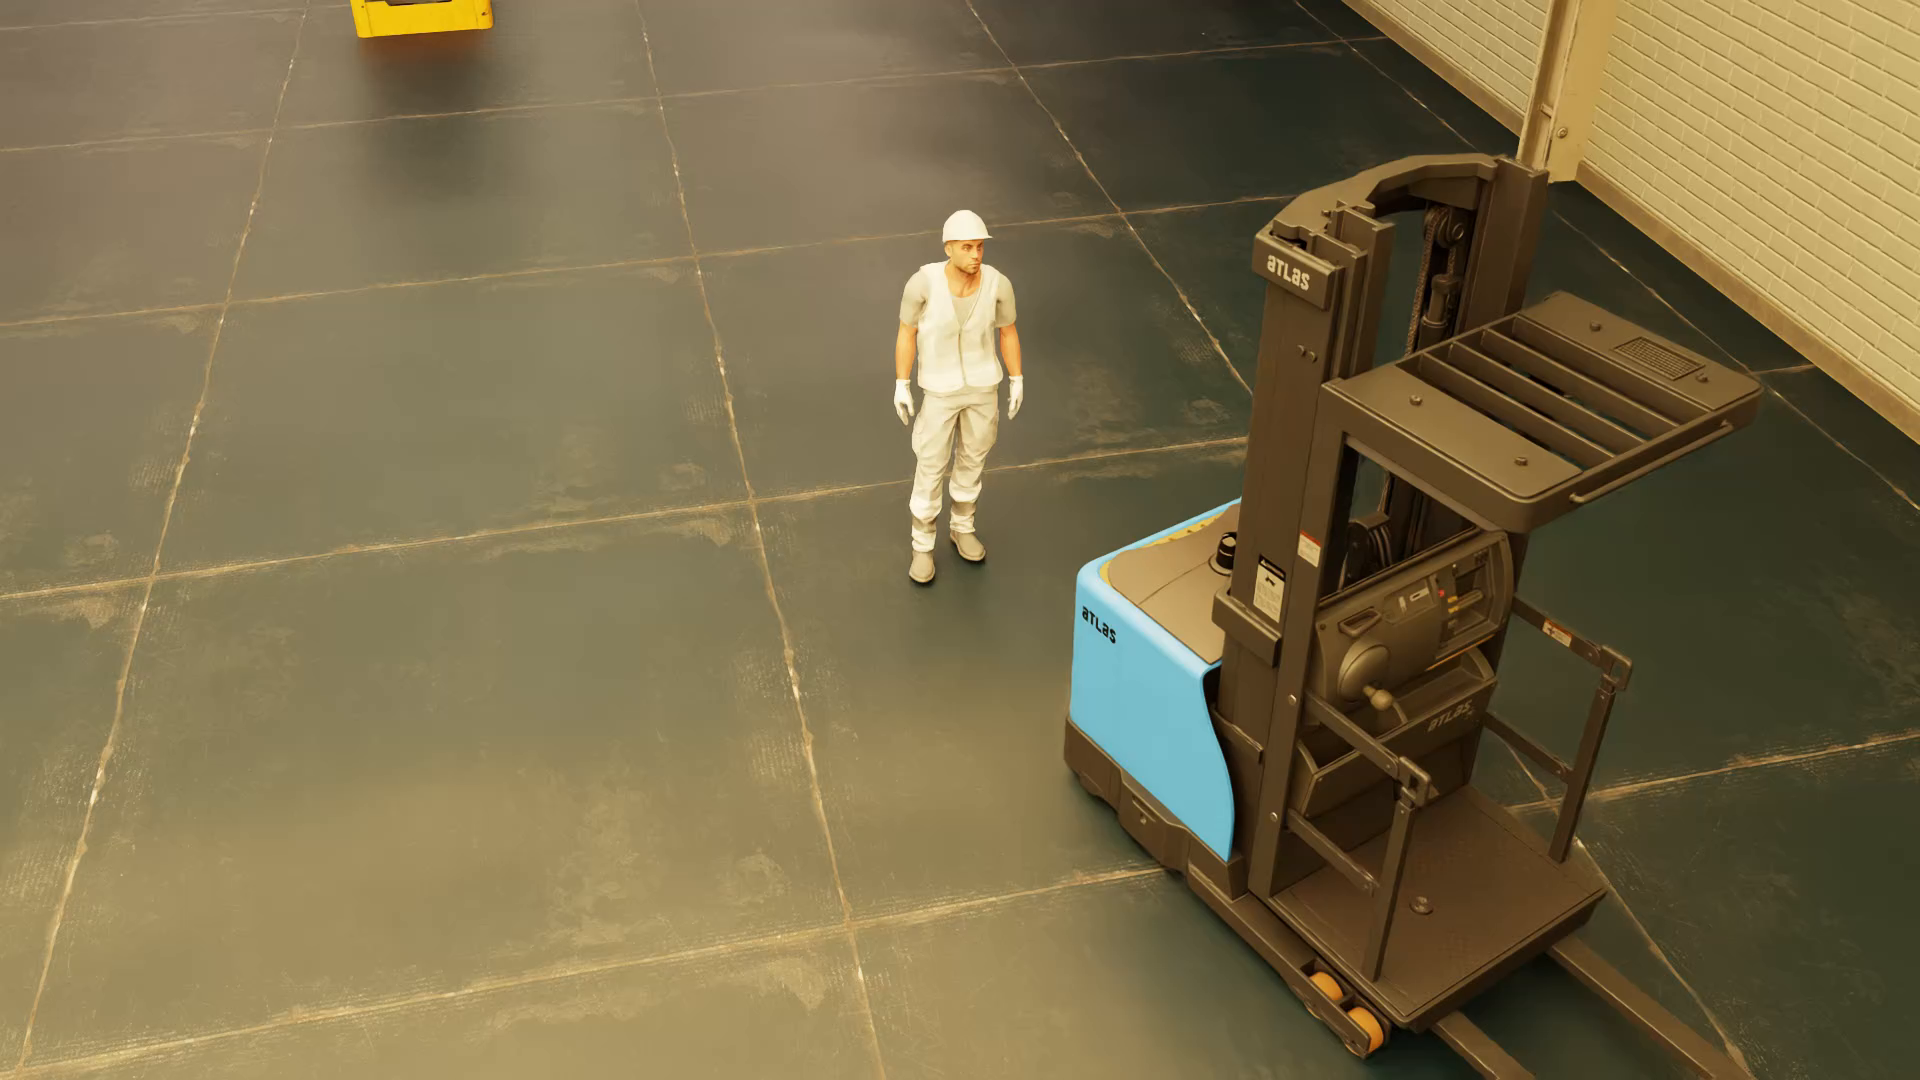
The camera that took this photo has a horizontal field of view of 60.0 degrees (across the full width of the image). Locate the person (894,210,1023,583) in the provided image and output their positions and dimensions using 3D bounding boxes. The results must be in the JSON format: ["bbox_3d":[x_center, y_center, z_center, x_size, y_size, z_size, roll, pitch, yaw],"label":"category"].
[{"bbox_3d":[0.006,-0.685,7.966,0.637,1.790,0.562,-8,36,-11],"label":"person"}]

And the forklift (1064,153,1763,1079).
[{"bbox_3d":[1.692,0.339,5.579,1.130,2.935,3.031,-22,41,-27],"label":"forklift"}]
